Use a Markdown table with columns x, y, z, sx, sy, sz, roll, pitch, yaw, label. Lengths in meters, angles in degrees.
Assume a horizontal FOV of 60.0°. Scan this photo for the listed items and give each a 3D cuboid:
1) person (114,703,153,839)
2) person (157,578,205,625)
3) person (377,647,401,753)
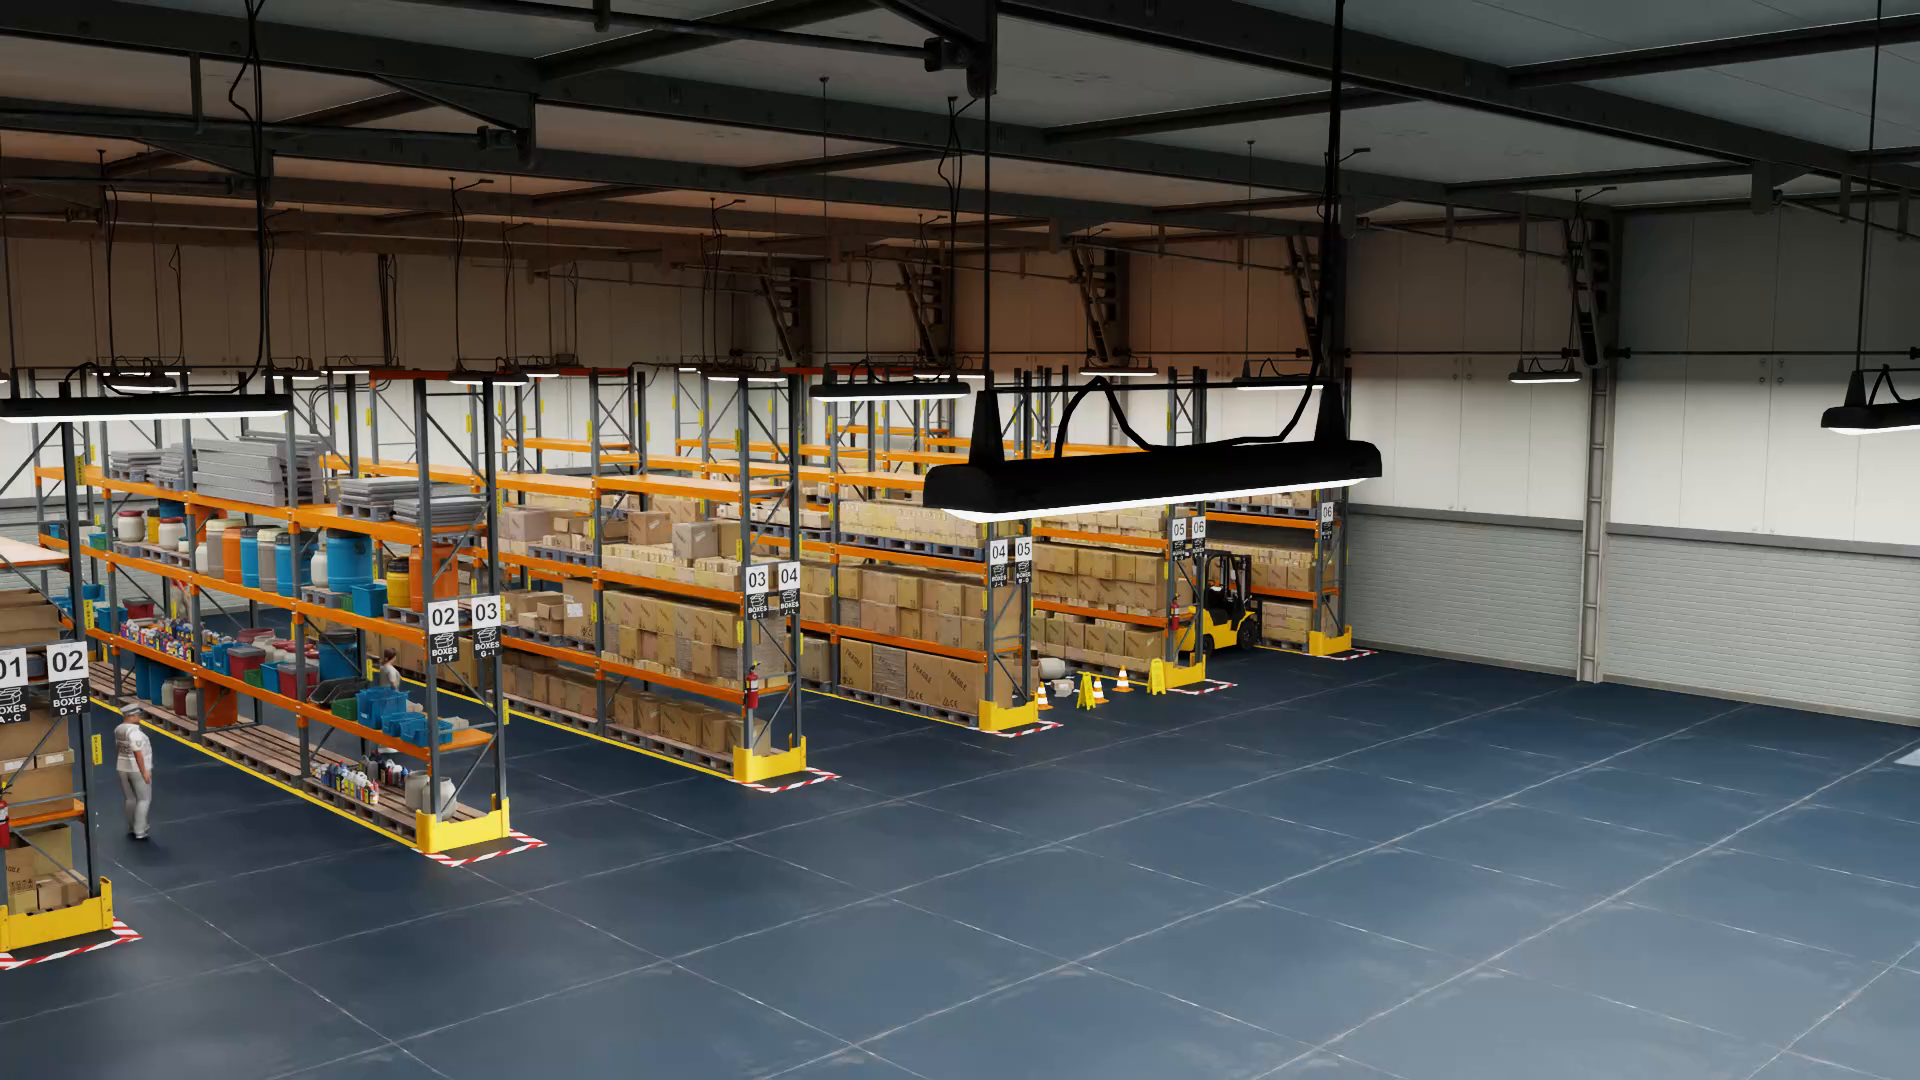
| x | y | z | sx | sy | sz | roll | pitch | yaw | label |
| --- | --- | --- | --- | --- | --- | --- | --- | --- | --- |
| -10.798 | 3.004 | 21.833 | 0.544 | 1.768 | 0.562 | 2 | 7 | 18 | person |
| -17.900 | 1.193 | 38.130 | 1.017 | 1.681 | 0.605 | -3 | 7 | -27 | person |
| -9.061 | 2.539 | 26.425 | 0.491 | 1.708 | 0.598 | -4 | 7 | -29 | person |
